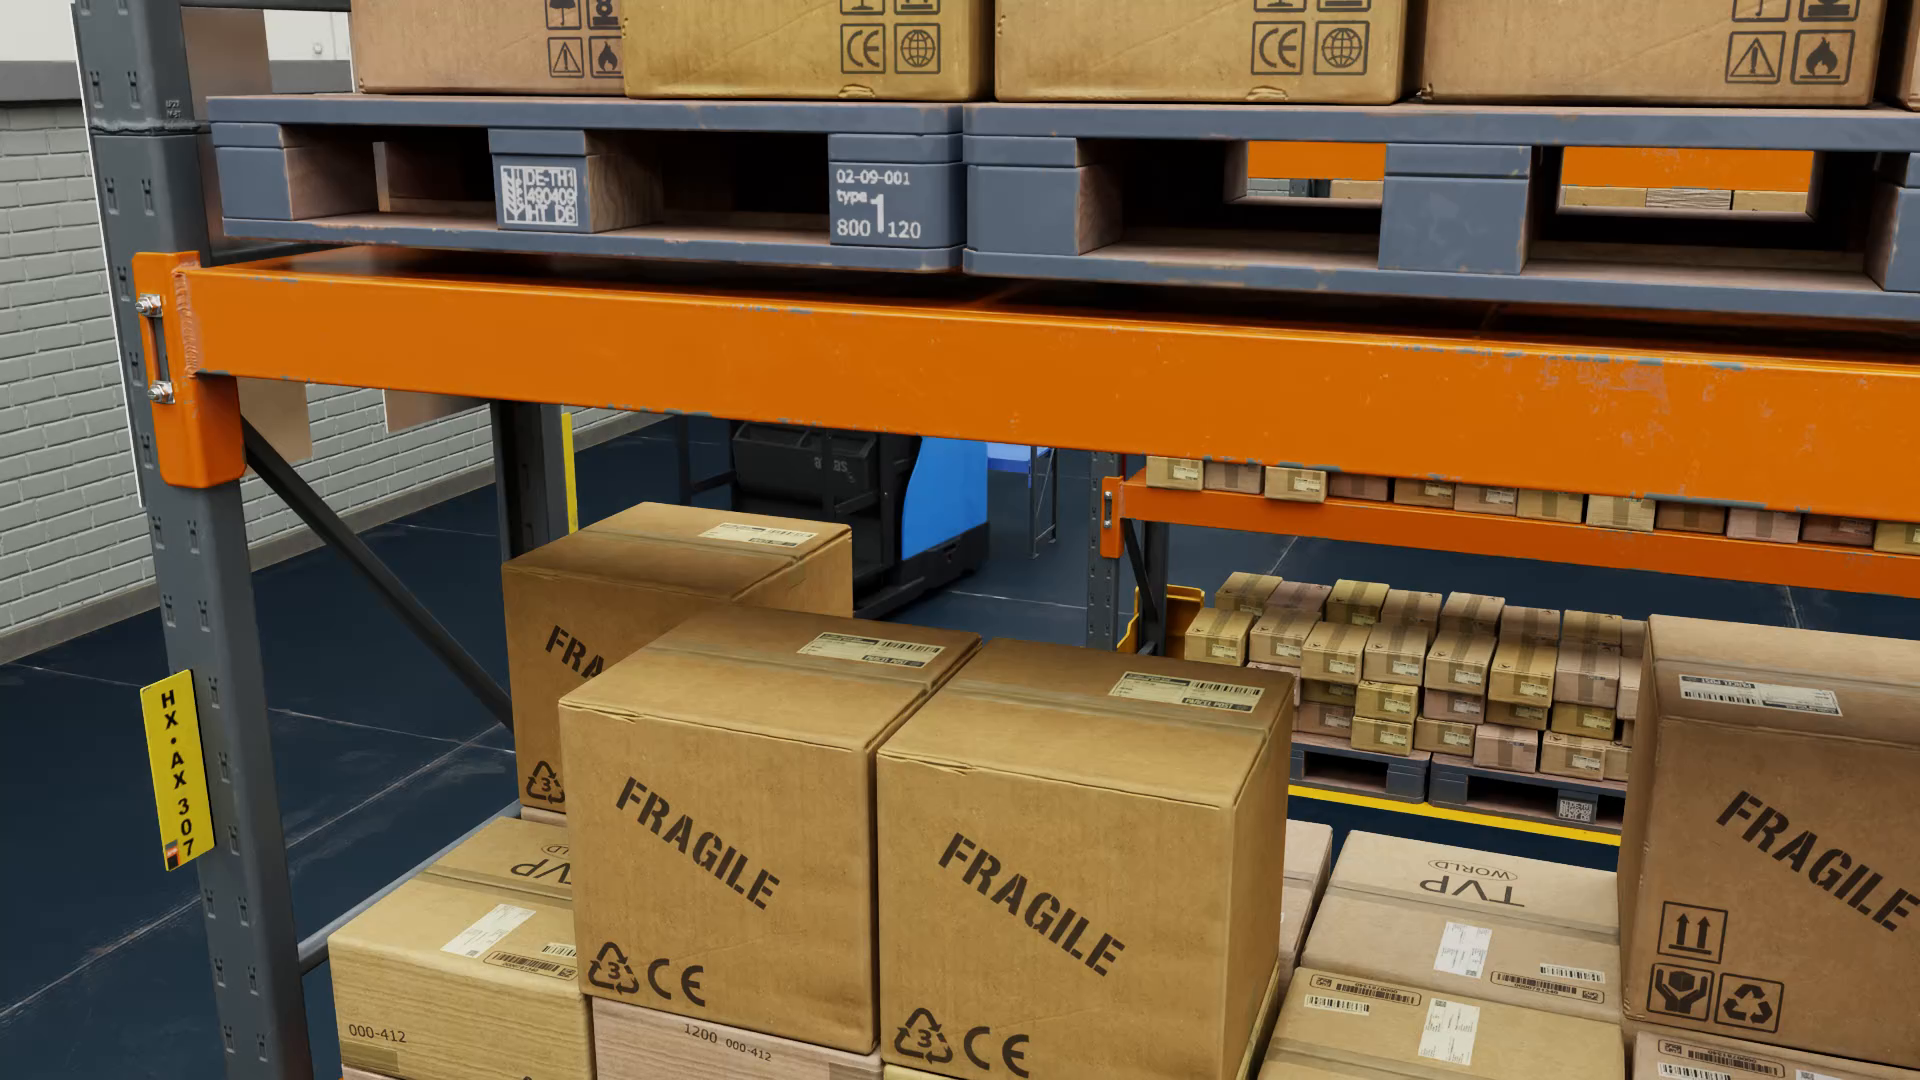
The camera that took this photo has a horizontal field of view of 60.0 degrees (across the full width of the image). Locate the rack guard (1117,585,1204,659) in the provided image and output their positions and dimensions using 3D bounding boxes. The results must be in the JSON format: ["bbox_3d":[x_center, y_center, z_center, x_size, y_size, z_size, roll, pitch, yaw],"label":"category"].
[{"bbox_3d":[0.890,0.627,8.116,0.348,0.500,1.175,6,17,21],"label":"rack guard"}]

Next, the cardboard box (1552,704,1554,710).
[{"bbox_3d":[2.825,0.746,7.584,0.250,0.149,0.380,7,18,22],"label":"cardboard box"}]

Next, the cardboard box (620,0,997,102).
[{"bbox_3d":[-0.112,-0.915,2.453,0.500,0.500,0.700,6,17,19],"label":"cardboard box"}]

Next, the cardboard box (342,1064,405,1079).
[{"bbox_3d":[-0.885,0.938,3.014,0.250,0.149,0.380,6,17,21],"label":"cardboard box"}]

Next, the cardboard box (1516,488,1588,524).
[{"bbox_3d":[2.470,-0.196,6.918,0.250,0.149,0.380,7,18,23],"label":"cardboard box"}]

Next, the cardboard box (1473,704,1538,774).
[{"bbox_3d":[2.366,0.856,7.204,0.250,0.149,0.380,5,17,18],"label":"cardboard box"}]

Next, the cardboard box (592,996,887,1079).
[{"bbox_3d":[-0.261,0.795,2.791,0.500,0.250,0.500,6,17,20],"label":"cardboard box"}]

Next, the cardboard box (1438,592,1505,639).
[{"bbox_3d":[2.393,0.379,7.780,0.250,0.149,0.380,7,18,23],"label":"cardboard box"}]

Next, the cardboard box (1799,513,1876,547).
[{"bbox_3d":[3.468,-0.105,6.604,0.250,0.149,0.380,6,17,19],"label":"cardboard box"}]

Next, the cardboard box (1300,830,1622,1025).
[{"bbox_3d":[0.885,0.761,2.906,0.500,0.250,0.500,6,17,21],"label":"cardboard box"}]

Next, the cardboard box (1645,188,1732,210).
[{"bbox_3d":[4.776,-2.074,10.966,0.500,0.500,0.500,7,17,21],"label":"cardboard box"}]

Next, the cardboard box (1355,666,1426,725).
[{"bbox_3d":[1.906,0.663,7.336,0.250,0.149,0.380,7,18,22],"label":"cardboard box"}]

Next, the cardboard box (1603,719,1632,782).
[{"bbox_3d":[2.870,0.894,7.074,0.250,0.149,0.380,7,17,22],"label":"cardboard box"}]

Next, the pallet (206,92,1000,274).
[{"bbox_3d":[-0.401,-0.630,2.741,1.213,0.211,1.003,6,17,21],"label":"pallet"}]

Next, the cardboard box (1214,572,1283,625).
[{"bbox_3d":[1.405,0.289,8.090,0.250,0.149,0.380,6,17,21],"label":"cardboard box"}]

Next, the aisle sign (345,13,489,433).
[{"bbox_3d":[-1.051,-0.638,3.330,0.004,0.787,0.394,6,17,21],"label":"aisle sign"}]

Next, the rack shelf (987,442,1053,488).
[{"bbox_3d":[0.079,-0.539,10.985,1.000,0.185,0.538,6,17,21],"label":"rack shelf"}]

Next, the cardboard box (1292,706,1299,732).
[{"bbox_3d":[1.463,0.729,7.644,0.250,0.149,0.380,6,17,20],"label":"cardboard box"}]

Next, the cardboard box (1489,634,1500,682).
[{"bbox_3d":[2.386,0.526,7.808,0.250,0.149,0.380,7,17,21],"label":"cardboard box"}]

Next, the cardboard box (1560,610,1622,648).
[{"bbox_3d":[2.851,0.455,7.521,0.250,0.149,0.380,6,17,21],"label":"cardboard box"}]

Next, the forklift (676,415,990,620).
[{"bbox_3d":[-0.998,-0.955,9.206,1.130,2.935,3.031,9,19,29],"label":"forklift"}]

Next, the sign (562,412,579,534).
[{"bbox_3d":[-0.883,-0.114,3.684,0.005,0.325,0.100,6,17,21],"label":"sign"}]

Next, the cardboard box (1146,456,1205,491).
[{"bbox_3d":[1.000,-0.342,7.422,0.250,0.149,0.380,6,17,20],"label":"cardboard box"}]

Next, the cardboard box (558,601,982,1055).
[{"bbox_3d":[-0.282,0.434,2.687,0.500,0.500,0.500,6,17,19],"label":"cardboard box"}]

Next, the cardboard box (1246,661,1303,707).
[{"bbox_3d":[1.447,0.607,7.531,0.250,0.149,0.380,6,17,20],"label":"cardboard box"}]

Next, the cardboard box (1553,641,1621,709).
[{"bbox_3d":[2.683,0.573,7.113,0.250,0.149,0.380,6,17,21],"label":"cardboard box"}]

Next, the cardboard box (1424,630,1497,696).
[{"bbox_3d":[2.186,0.533,7.250,0.250,0.149,0.380,7,18,23],"label":"cardboard box"}]

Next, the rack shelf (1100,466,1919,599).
[{"bbox_3d":[2.680,-0.031,7.190,4.000,0.370,1.077,6,17,21],"label":"rack shelf"}]

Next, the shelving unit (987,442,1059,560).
[{"bbox_3d":[0.079,-0.712,10.934,1.048,1.500,0.538,6,17,21],"label":"shelving unit"}]

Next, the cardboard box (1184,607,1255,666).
[{"bbox_3d":[1.182,0.443,7.562,0.250,0.149,0.380,5,17,18],"label":"cardboard box"}]

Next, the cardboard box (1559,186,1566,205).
[{"bbox_3d":[3.848,-2.179,11.325,0.500,0.500,0.500,6,17,20],"label":"cardboard box"}]

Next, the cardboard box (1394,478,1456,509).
[{"bbox_3d":[2.018,-0.260,7.141,0.250,0.149,0.380,6,17,20],"label":"cardboard box"}]

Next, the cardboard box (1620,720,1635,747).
[{"bbox_3d":[2.935,0.751,7.033,0.250,0.149,0.380,5,17,18],"label":"cardboard box"}]

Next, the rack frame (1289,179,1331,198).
[{"bbox_3d":[2.542,-1.875,12.252,0.127,3.000,1.000,6,17,21],"label":"rack frame"}]

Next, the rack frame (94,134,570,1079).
[{"bbox_3d":[-1.095,0.695,3.399,0.127,3.000,1.000,6,17,21],"label":"rack frame"}]

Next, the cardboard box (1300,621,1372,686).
[{"bbox_3d":[1.670,0.499,7.369,0.250,0.149,0.380,6,17,20],"label":"cardboard box"}]

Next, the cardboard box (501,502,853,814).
[{"bbox_3d":[-0.545,0.246,3.337,0.500,0.500,0.500,7,17,21],"label":"cardboard box"}]

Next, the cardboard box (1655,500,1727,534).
[{"bbox_3d":[2.971,-0.153,6.772,0.250,0.149,0.380,6,17,20],"label":"cardboard box"}]

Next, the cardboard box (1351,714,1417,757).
[{"bbox_3d":[1.894,0.807,7.374,0.250,0.149,0.380,7,17,21],"label":"cardboard box"}]

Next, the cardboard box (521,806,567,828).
[{"bbox_3d":[-0.546,0.605,3.445,0.500,0.250,0.500,6,17,20],"label":"cardboard box"}]

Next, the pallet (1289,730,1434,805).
[{"bbox_3d":[1.633,0.858,7.838,1.213,0.211,1.003,6,17,21],"label":"pallet"}]

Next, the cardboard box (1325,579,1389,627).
[{"bbox_3d":[1.905,0.323,7.973,0.250,0.149,0.380,6,17,19],"label":"cardboard box"}]

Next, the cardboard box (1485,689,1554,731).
[{"bbox_3d":[2.455,0.683,7.269,0.250,0.149,0.380,7,18,23],"label":"cardboard box"}]

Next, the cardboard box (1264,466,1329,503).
[{"bbox_3d":[1.483,-0.285,7.227,0.250,0.149,0.380,6,17,19],"label":"cardboard box"}]

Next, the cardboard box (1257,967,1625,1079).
[{"bbox_3d":[0.692,0.899,2.431,0.500,0.250,0.500,6,17,20],"label":"cardboard box"}]

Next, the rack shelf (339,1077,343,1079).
[{"bbox_3d":[0.766,1.245,2.794,4.000,0.370,1.077,6,17,21],"label":"rack shelf"}]

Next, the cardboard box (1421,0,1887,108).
[{"bbox_3d":[0.944,-0.845,2.211,0.500,0.500,0.700,7,18,23],"label":"cardboard box"}]
